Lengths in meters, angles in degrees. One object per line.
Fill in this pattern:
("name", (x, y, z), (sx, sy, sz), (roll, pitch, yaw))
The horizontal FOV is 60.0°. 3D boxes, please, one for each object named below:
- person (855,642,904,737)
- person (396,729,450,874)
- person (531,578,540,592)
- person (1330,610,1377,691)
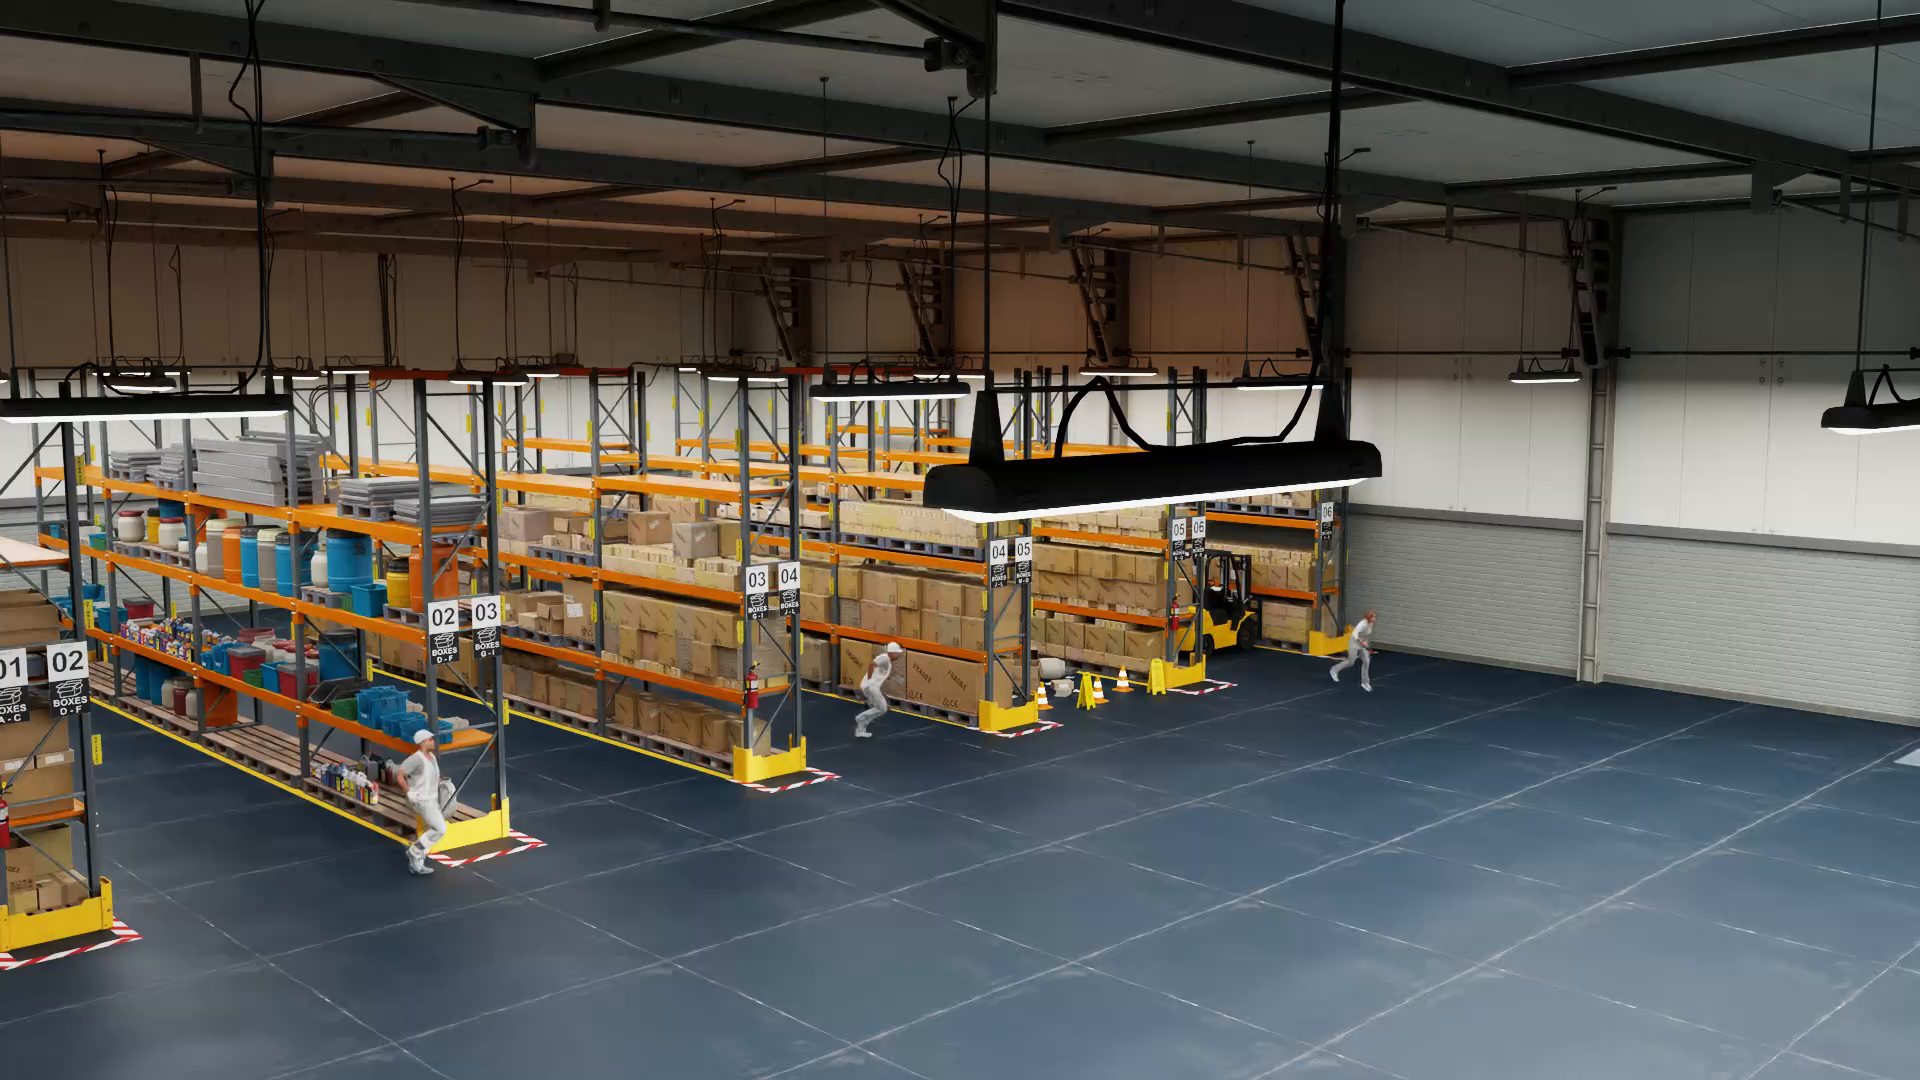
("person", (-1.328, 2.469, 27.276), (0.821, 1.590, 0.715), (0, 6, 2))
("person", (-6.499, 3.186, 20.305), (0.536, 1.747, 0.694), (0, 6, 1))
("person", (-10.407, 0.919, 40.886), (0.759, 1.665, 0.511), (-1, 6, -5))
("person", (7.424, 2.052, 31.420), (0.917, 1.546, 0.573), (5, 8, 37))
